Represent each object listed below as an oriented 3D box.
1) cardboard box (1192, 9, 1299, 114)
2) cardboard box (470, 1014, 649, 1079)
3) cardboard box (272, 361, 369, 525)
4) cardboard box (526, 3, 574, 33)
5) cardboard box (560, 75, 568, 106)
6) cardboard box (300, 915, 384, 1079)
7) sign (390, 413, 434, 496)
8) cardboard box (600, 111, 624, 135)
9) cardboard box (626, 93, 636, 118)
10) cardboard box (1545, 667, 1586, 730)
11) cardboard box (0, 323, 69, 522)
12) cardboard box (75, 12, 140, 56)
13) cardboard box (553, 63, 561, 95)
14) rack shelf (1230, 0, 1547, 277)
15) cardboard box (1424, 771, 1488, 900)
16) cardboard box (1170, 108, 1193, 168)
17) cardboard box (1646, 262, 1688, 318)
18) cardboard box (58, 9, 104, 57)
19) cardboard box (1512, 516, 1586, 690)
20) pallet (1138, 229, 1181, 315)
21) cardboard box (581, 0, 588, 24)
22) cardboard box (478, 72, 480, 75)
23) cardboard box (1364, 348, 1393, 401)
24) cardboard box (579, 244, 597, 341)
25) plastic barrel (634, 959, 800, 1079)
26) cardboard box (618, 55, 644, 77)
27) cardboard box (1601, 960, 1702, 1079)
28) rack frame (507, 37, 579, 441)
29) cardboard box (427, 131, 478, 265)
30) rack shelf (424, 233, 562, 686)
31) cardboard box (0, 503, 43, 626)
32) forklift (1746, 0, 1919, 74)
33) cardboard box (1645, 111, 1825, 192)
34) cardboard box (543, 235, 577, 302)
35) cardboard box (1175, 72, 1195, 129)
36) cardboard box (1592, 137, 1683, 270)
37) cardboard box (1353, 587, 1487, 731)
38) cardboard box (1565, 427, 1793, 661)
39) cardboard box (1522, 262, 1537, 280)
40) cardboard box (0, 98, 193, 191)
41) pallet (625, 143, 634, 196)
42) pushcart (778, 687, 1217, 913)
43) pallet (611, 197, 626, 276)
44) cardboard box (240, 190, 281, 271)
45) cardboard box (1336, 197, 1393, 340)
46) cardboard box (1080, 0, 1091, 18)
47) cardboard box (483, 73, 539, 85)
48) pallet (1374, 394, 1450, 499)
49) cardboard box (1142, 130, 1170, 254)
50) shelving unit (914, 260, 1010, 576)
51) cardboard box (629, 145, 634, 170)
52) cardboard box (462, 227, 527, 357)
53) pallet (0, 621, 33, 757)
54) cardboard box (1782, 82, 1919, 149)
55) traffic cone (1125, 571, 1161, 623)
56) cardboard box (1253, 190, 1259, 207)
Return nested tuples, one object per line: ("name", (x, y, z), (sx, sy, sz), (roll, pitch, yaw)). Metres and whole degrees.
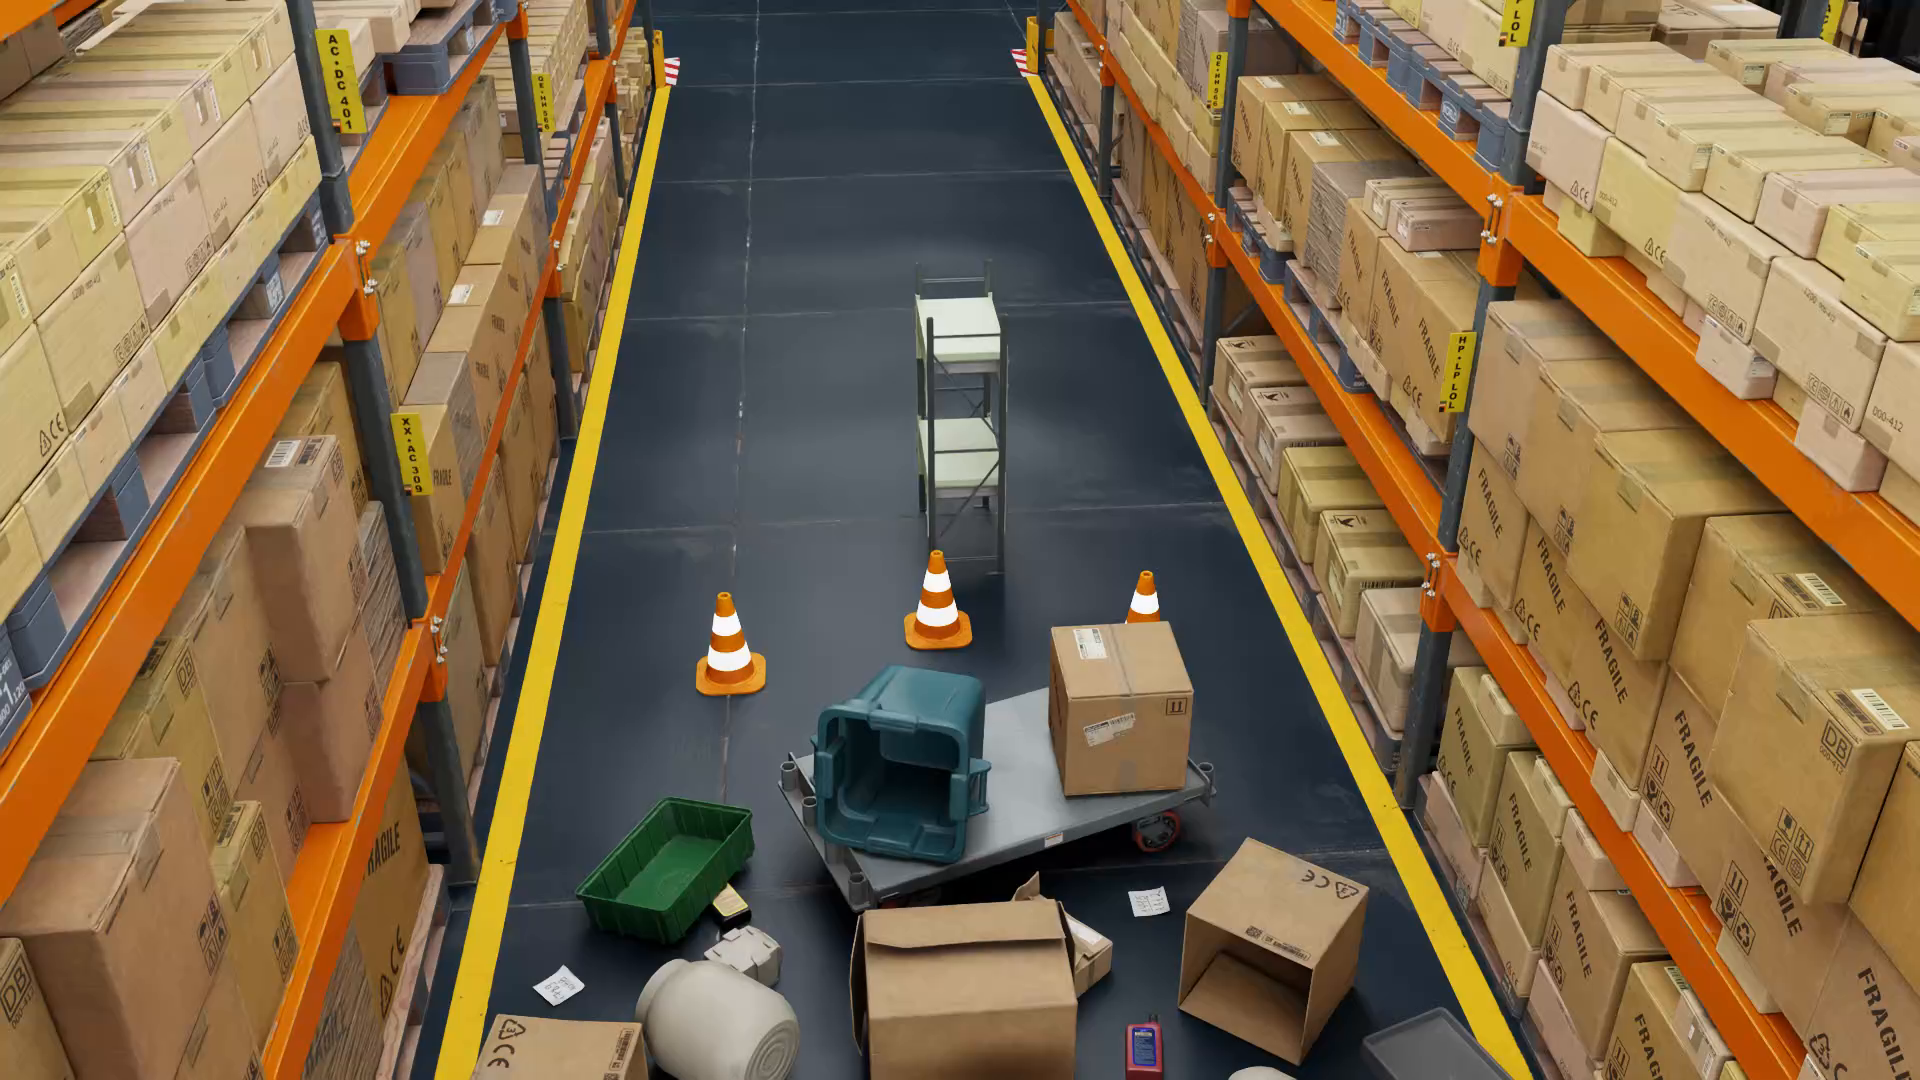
("cardboard box", (1.738, -2.924, 10.148), (0.500, 0.500, 0.500), (-4, 31, -6))
("cardboard box", (-1.332, 1.946, 5.503), (0.500, 0.500, 0.500), (2, 31, 4))
("cardboard box", (-2.499, -0.208, 5.473), (0.875, 0.550, 0.550), (-3, 31, -5))
("cardboard box", (-2.942, -3.683, 11.747), (0.380, 0.149, 0.250), (-3, 31, -5))
("cardboard box", (-2.862, -3.032, 11.237), (0.380, 0.149, 0.250), (-4, 31, -6))
("cardboard box", (-2.422, 1.647, 5.231), (0.875, 0.875, 0.875), (-3, 31, -4))
("sign", (-1.946, -0.303, 5.910), (0.100, 0.325, 0.005), (-3, 31, -5))
("cardboard box", (-3.039, -3.495, 13.967), (0.380, 0.149, 0.250), (-1, 31, -2))
("cardboard box", (-3.118, -3.898, 14.931), (0.380, 0.149, 0.250), (-3, 31, -5))
("cardboard box", (2.249, 0.514, 5.709), (0.380, 0.149, 0.250), (-2, 31, -3))
("cardboard box", (-2.011, -0.177, 3.046), (0.500, 0.250, 0.500), (-3, 31, -5))
("cardboard box", (-2.724, -1.669, 5.834), (0.500, 0.250, 0.500), (-2, 31, -4))
("cardboard box", (-2.840, -3.026, 10.936), (0.380, 0.149, 0.250), (-3, 31, -5))
("rack shelf", (2.233, -2.159, 7.715), (1.077, 0.370, 4.000), (-3, 31, -5))
("cardboard box", (2.206, 1.156, 6.662), (0.500, 0.250, 0.500), (-4, 31, -7))
("cardboard box", (1.677, -2.642, 10.895), (0.500, 0.250, 0.500), (-2, 31, -4))
("cardboard box", (2.291, -0.780, 4.951), (0.380, 0.149, 0.250), (-2, 31, -3))
("cardboard box", (-8.343, -4.291, 15.171), (0.875, 0.875, 0.875), (-3, 31, -5))
("cardboard box", (2.254, 0.164, 5.663), (0.500, 0.500, 0.500), (-3, 31, -5))
("pallet", (1.937, -2.031, 12.445), (1.003, 0.211, 1.213), (-3, 31, -5))
("cardboard box", (-3.013, -3.961, 12.501), (0.380, 0.149, 0.250), (-2, 31, -3))
("cardboard box", (-3.570, -3.276, 11.645), (0.380, 0.149, 0.250), (-4, 31, -7))
("cardboard box", (2.030, -0.746, 7.409), (0.380, 0.149, 0.250), (-3, 31, -5))
("cardboard box", (-2.735, -1.649, 11.114), (0.500, 0.500, 0.500), (-2, 31, -4))
("plastic barrel", (-0.866, 1.742, 5.921), (0.512, 0.421, 0.421), (20, 36, 29))
("cardboard box", (-3.160, -4.423, 15.520), (0.380, 0.149, 0.250), (-2, 31, -3))
("cardboard box", (2.367, 1.641, 5.118), (0.500, 0.500, 0.500), (-3, 31, -6))
("rack frame", (-2.873, -1.912, 9.526), (1.000, 3.000, 0.127), (-3, 31, -5))
("cardboard box", (-2.742, -1.635, 7.989), (0.700, 0.500, 0.500), (-3, 31, -5))
("rack shelf", (-2.686, -0.582, 8.001), (1.077, 0.370, 4.000), (-3, 31, -5))
("cardboard box", (-1.933, 0.063, 3.032), (0.380, 0.149, 0.250), (-3, 31, -4))
("forklift", (4.578, -1.444, 8.809), (1.130, 2.935, 3.031), (-3, 31, -4))
("cardboard box", (2.192, -1.102, 4.713), (0.380, 0.149, 0.250), (-3, 31, -5))
("cardboard box", (-2.696, -1.705, 10.476), (0.500, 0.250, 0.500), (-4, 31, -7))
("cardboard box", (1.697, -2.848, 10.751), (0.500, 0.250, 0.500), (-4, 31, -6))
("cardboard box", (2.246, -1.009, 4.945), (0.500, 0.250, 0.500), (-3, 31, -5))
("cardboard box", (2.369, 0.522, 7.605), (0.950, 0.372, 0.625), (-2, 31, -4))
("cardboard box", (2.291, -0.004, 4.969), (0.700, 0.500, 0.500), (-3, 31, -6))
("cardboard box", (2.614, -1.018, 7.232), (0.500, 0.500, 0.500), (-3, 31, -4))
("cardboard box", (-2.052, -0.927, 3.911), (0.380, 0.149, 0.250), (-3, 31, -4))
("pallet", (-3.344, -3.098, 14.231), (1.003, 0.211, 1.213), (-3, 31, -5))
("pushcart", (0.155, 1.102, 7.037), (1.648, 0.377, 0.936), (-14, 33, -22))
("pallet", (-3.172, -2.360, 12.995), (1.003, 0.211, 1.213), (-3, 31, -5))
("cardboard box", (-2.097, -0.842, 4.547), (0.380, 0.149, 0.250), (-2, 31, -4))
("cardboard box", (2.059, -1.251, 7.622), (0.500, 0.500, 0.500), (-2, 31, -3))
("cardboard box", (1.321, -4.773, 14.218), (0.500, 0.500, 0.500), (-3, 31, -6))
("cardboard box", (-2.769, -2.748, 10.180), (0.380, 0.149, 0.250), (-3, 31, -5))
("pallet", (2.494, -0.473, 7.304), (1.003, 0.211, 1.213), (-3, 31, -5))
("cardboard box", (1.902, -2.738, 12.570), (0.875, 0.875, 0.875), (-2, 31, -3))
("shelving unit", (0.001, -0.640, 8.860), (0.431, 1.500, 0.755), (-3, 31, -5))
("cardboard box", (-2.985, -3.248, 14.133), (0.380, 0.149, 0.250), (-2, 31, -3))
("cardboard box", (-2.471, -1.228, 8.283), (0.500, 0.500, 0.500), (-3, 31, -5))
("pallet", (-2.205, 0.544, 2.575), (1.003, 0.211, 1.213), (-3, 31, -5))
("cardboard box", (2.703, -1.263, 4.982), (0.380, 0.149, 0.250), (-2, 31, -3))
("traffic cone", (0.910, 0.365, 8.188), (0.336, 0.463, 0.334), (-3, 31, -5))
("cardboard box", (1.885, -1.952, 9.429), (0.380, 0.149, 0.250), (-5, 31, -8))
